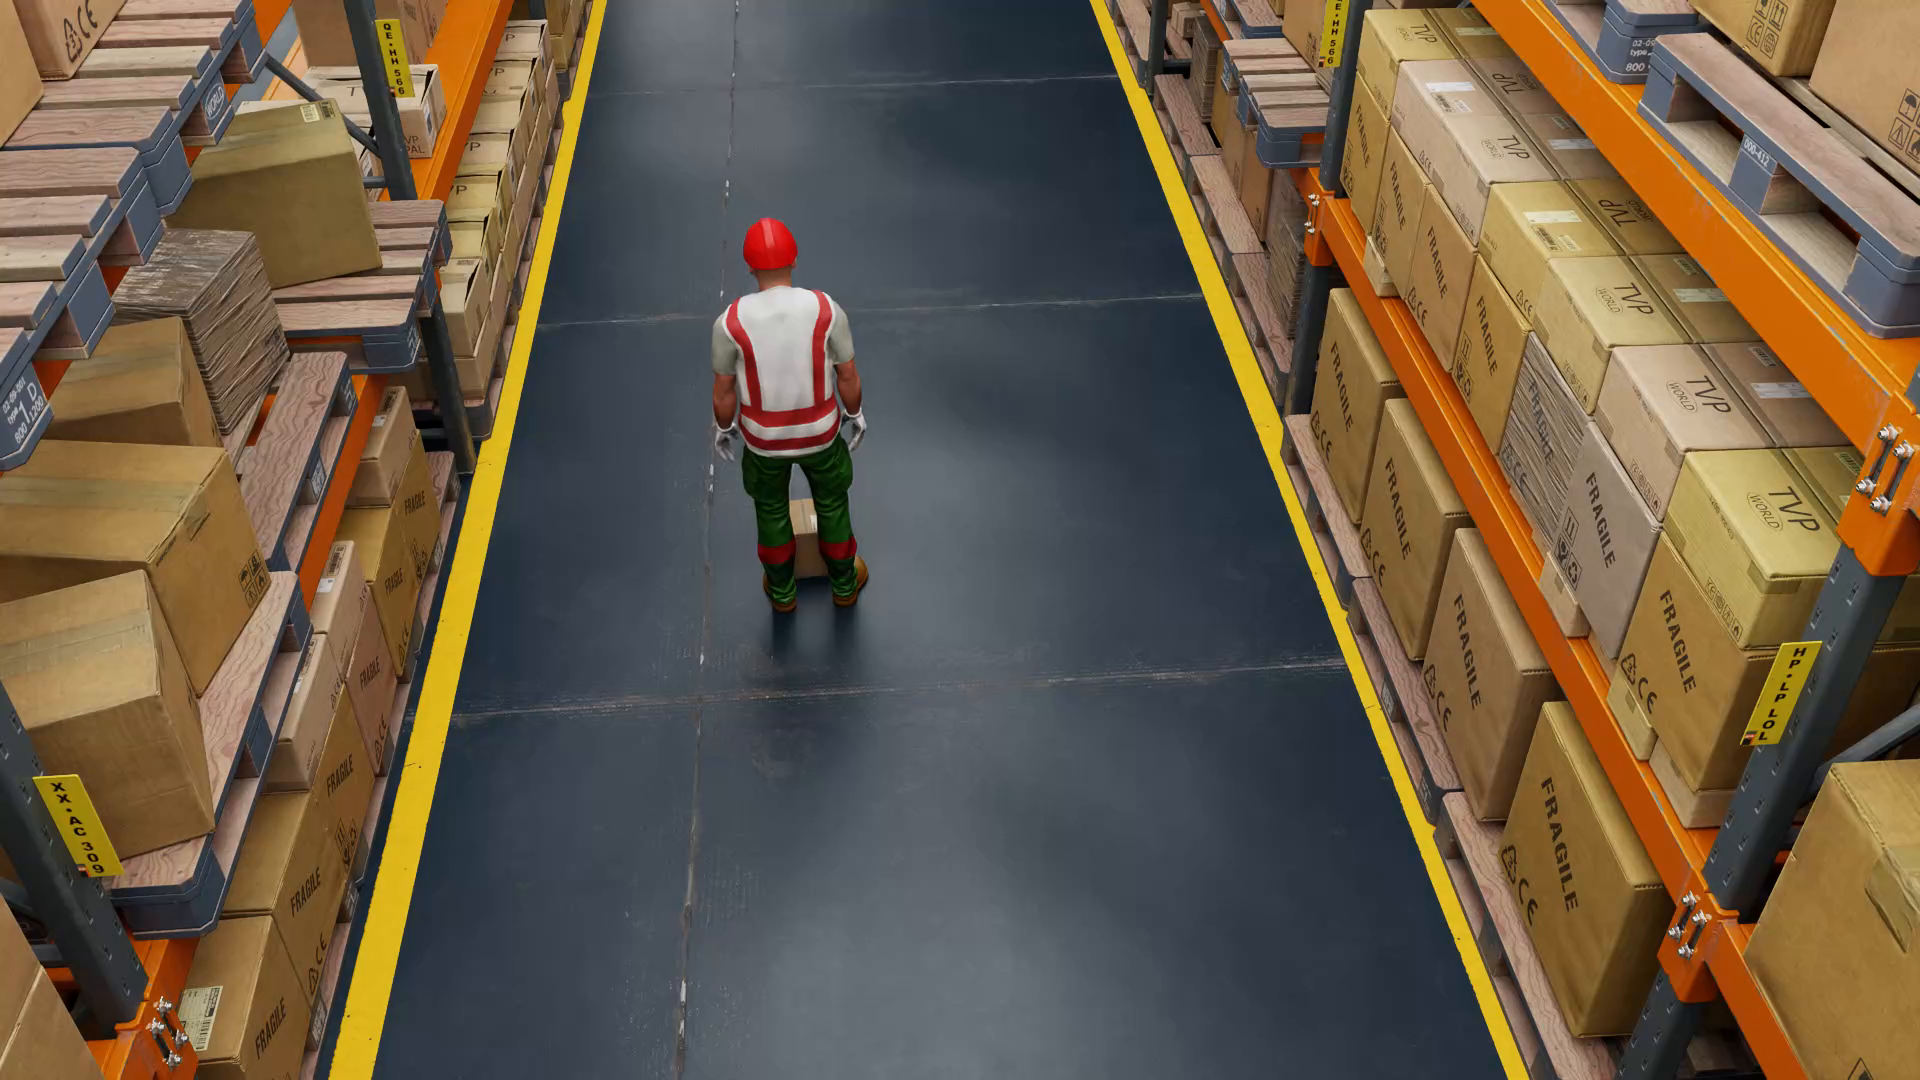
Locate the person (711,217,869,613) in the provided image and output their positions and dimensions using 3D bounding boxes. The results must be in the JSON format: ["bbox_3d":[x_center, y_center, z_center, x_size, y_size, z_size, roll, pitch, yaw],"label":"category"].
[{"bbox_3d":[-0.686,-0.460,6.714,0.620,1.780,0.447,-5,39,-6],"label":"person"}]
